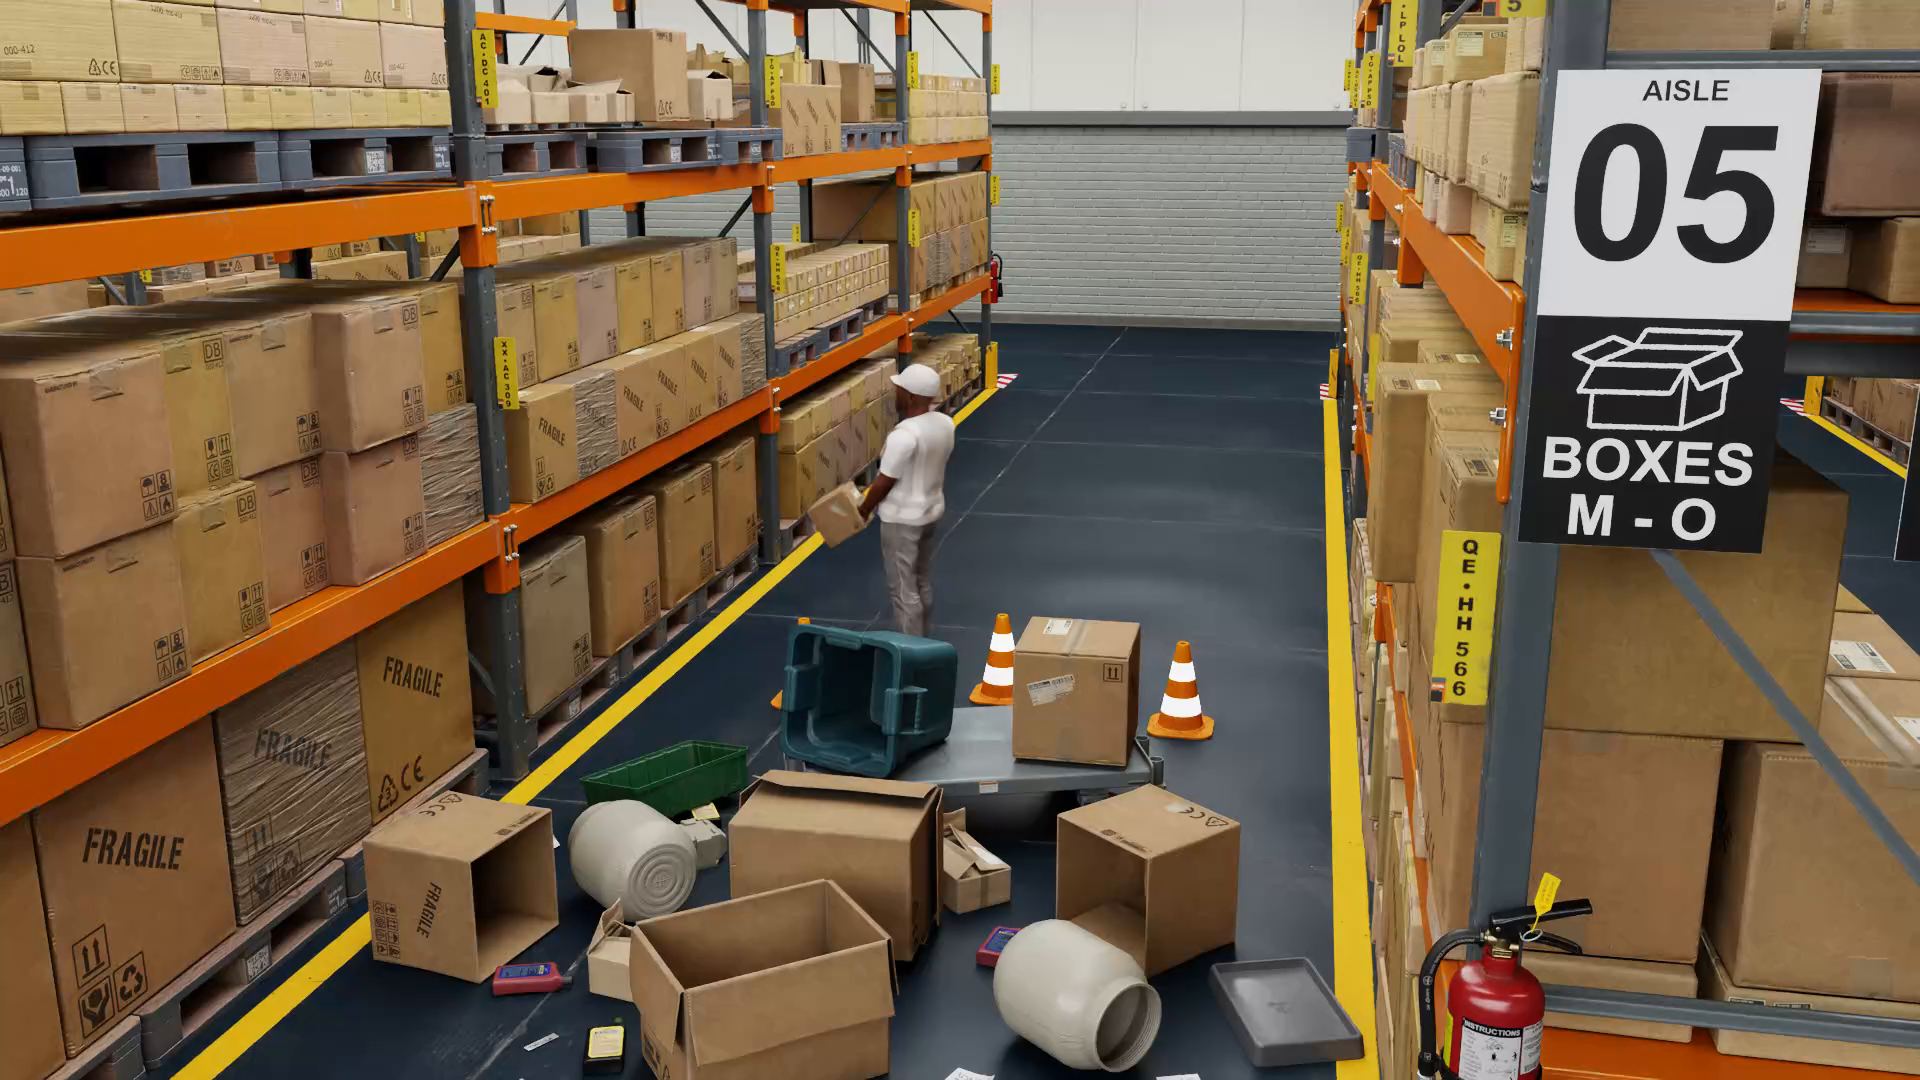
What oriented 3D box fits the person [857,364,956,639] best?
[{"bbox_3d":[-0.334,-0.131,9.449,0.531,1.771,0.545,8,17,29],"label":"person"}]
